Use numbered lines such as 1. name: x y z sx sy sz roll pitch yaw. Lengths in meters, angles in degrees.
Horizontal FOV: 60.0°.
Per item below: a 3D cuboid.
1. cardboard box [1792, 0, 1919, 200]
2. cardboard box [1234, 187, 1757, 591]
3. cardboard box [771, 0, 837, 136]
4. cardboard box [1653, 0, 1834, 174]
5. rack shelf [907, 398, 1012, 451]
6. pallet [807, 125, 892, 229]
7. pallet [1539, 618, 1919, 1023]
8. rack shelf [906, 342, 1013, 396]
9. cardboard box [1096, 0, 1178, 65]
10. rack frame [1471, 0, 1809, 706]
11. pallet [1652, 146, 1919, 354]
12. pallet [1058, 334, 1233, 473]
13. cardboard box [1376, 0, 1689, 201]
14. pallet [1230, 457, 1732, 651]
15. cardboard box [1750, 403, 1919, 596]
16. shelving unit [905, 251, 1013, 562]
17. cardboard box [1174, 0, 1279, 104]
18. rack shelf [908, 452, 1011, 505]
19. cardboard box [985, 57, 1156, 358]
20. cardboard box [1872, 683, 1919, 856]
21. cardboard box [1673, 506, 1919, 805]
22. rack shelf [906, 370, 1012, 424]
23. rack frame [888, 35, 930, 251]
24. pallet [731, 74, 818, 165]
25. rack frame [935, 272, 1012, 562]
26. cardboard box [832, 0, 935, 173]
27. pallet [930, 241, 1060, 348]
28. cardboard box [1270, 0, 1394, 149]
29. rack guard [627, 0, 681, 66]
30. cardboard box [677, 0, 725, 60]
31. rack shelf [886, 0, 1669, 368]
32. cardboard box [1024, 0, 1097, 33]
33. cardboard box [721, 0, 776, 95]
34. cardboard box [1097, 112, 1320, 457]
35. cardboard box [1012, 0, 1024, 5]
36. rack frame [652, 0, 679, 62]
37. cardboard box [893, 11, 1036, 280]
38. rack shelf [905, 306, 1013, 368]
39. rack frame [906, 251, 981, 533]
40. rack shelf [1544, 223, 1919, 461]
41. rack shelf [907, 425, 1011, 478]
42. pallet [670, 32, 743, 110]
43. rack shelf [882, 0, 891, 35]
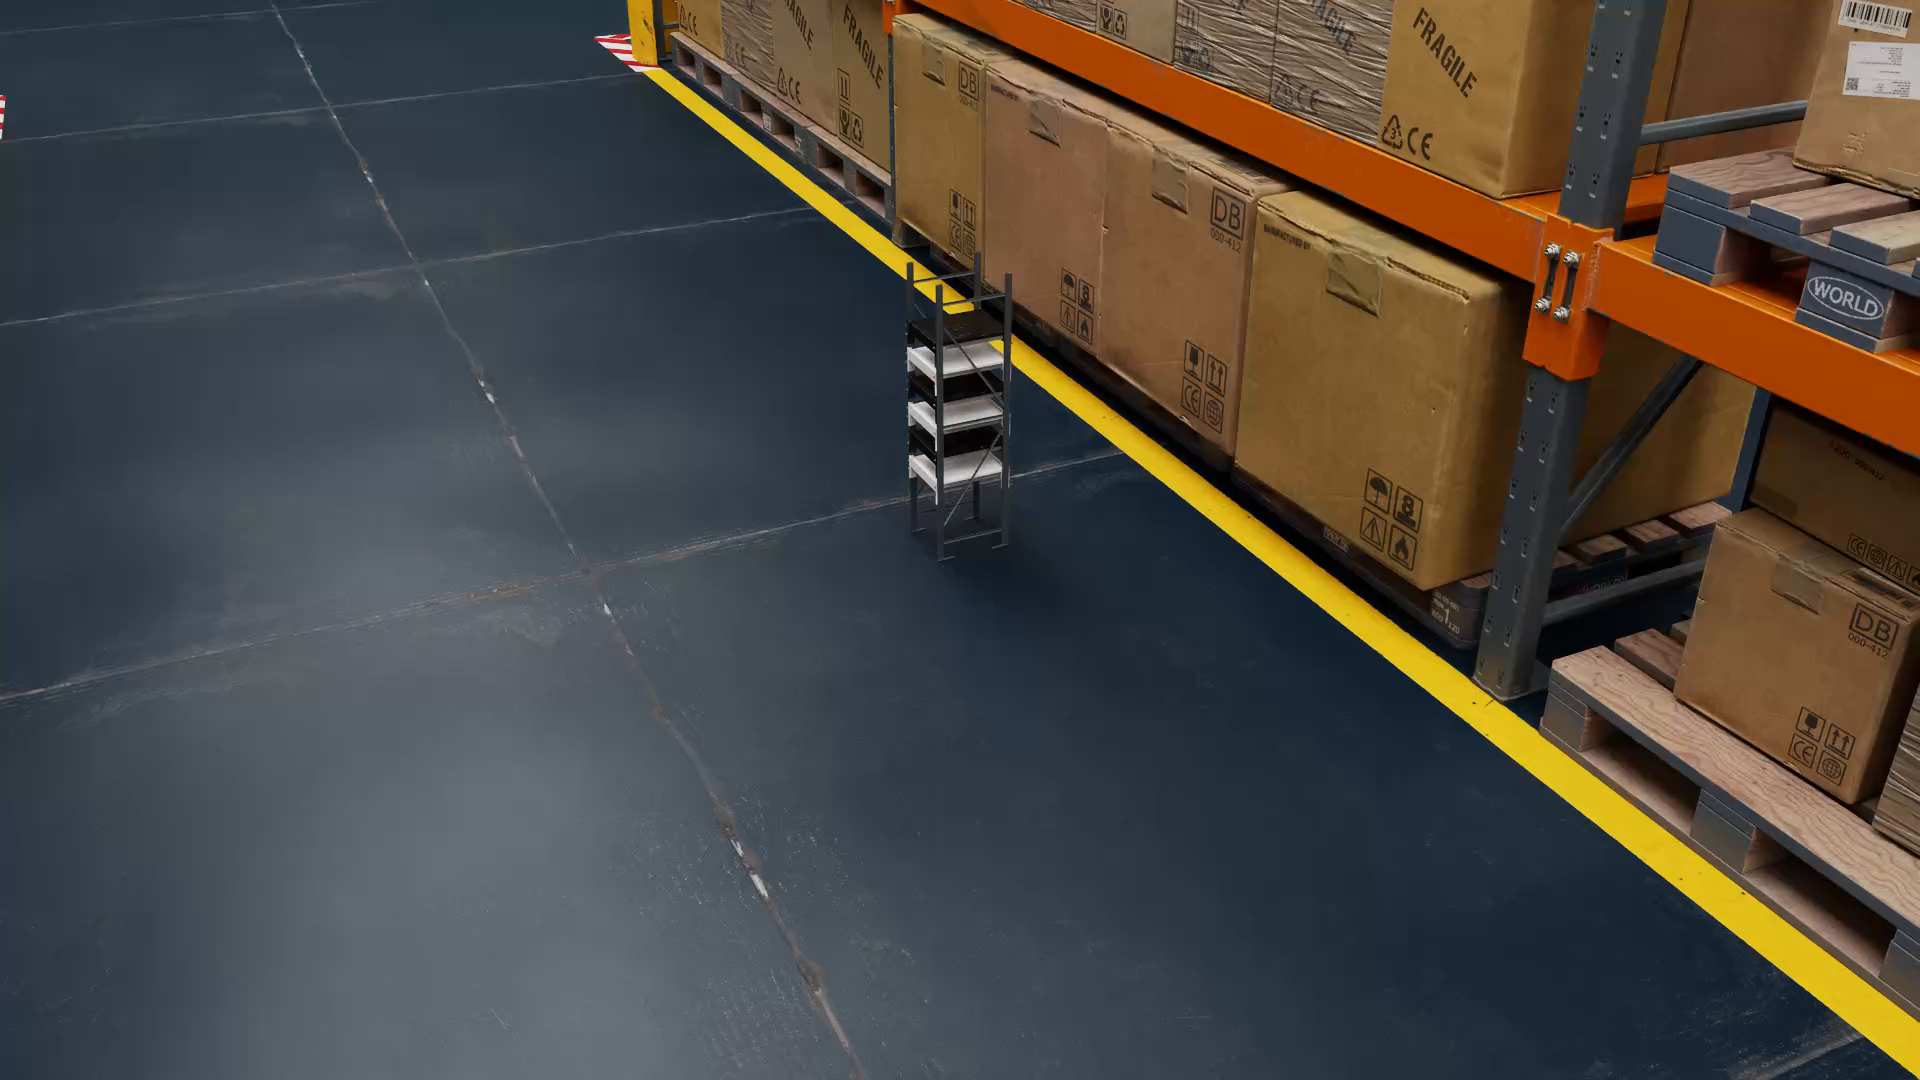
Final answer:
1. cardboard box: 2.146 -0.994 3.424 0.500 0.500 0.500 -17 34 -28
2. cardboard box: 1.601 -0.563 4.930 1.225 0.875 0.875 -15 32 -24
3. cardboard box: -0.436 -2.726 8.788 0.875 0.875 0.875 -13 32 -22
4. cardboard box: 1.915 -1.312 4.422 0.500 0.500 0.500 -12 31 -21
5. rack shelf: -0.003 -0.367 5.053 0.258 0.077 0.200 -13 32 -22
6. pallet: -0.095 -1.900 8.423 1.003 0.211 1.213 -13 32 -22
7. pallet: 2.212 0.565 4.027 1.003 0.211 1.213 -13 32 -22
8. rack shelf: -0.003 -0.524 4.965 0.258 0.077 0.200 -13 32 -22
9. cardboard box: 0.790 -1.882 5.437 0.500 0.500 0.500 -12 32 -21
10. rack frame: 1.878 -0.997 3.961 1.000 3.000 0.127 -13 32 -22
11. pallet: 2.280 -0.621 3.487 1.213 0.211 1.003 -13 32 -22
12. pallet: 1.088 -0.683 6.252 1.003 0.211 1.213 -13 32 -22
13. cardboard box: 1.443 -1.207 4.233 0.500 0.500 0.500 -12 31 -20
14. pallet: 1.608 -0.145 5.292 1.003 0.211 1.213 -13 32 -22
15. cardboard box: 2.193 -0.136 3.765 0.500 0.250 0.500 -12 31 -20
16. shelving unit: -0.003 -0.396 5.036 0.258 0.900 0.210 -13 32 -22
17. cardboard box: 1.008 -1.657 5.036 0.500 0.500 0.500 -14 32 -24
18. rack shelf: -0.003 -0.210 5.141 0.258 0.077 0.200 -13 32 -22
19. cardboard box: 0.838 -1.347 6.329 1.225 0.875 0.875 -14 32 -24
20. cardboard box: 2.434 0.435 3.512 0.700 0.500 0.500 -16 33 -26
21. cardboard box: 2.184 0.193 3.945 0.700 0.500 0.500 -15 33 -25
22. rack shelf: -0.003 -0.446 5.009 0.258 0.077 0.200 -13 32 -22
23. rack frame: 0.161 -2.764 7.112 1.000 3.000 0.127 -13 32 -22
24. pallet: -0.622 -2.440 9.385 1.003 0.211 1.213 -13 32 -22
25. rack frame: 0.040 -0.351 4.956 0.240 0.900 0.006 -13 32 -22
26. cardboard box: -0.050 -2.329 8.079 0.875 0.875 0.875 -13 32 -22
27. pallet: 0.560 -1.223 7.215 1.003 0.211 1.213 -13 32 -22
28. cardboard box: 1.234 -1.428 4.628 0.500 0.500 0.500 -13 32 -22
29. rack guard: -1.566 -3.451 10.894 1.175 0.500 0.348 -13 32 -22
30. cardboard box: -1.209 -3.521 10.206 0.875 0.875 0.875 -13 32 -22
31. rack shelf: 1.020 -1.567 5.713 1.077 0.370 4.000 -13 32 -22
32. cardboard box: 0.564 -2.109 5.842 0.500 0.500 0.500 -14 32 -23
33. cardboard box: -0.818 -3.119 9.489 0.875 0.875 0.875 -13 32 -22
34. cardboard box: 1.225 -0.958 5.635 1.225 0.875 0.875 -13 32 -22
35. cardboard box: 0.349 -2.330 6.236 0.500 0.500 0.500 -13 32 -22
36. rack frame: -1.556 -4.531 10.263 1.000 3.000 0.127 -13 32 -22
37. cardboard box: 0.454 -1.742 7.033 1.225 0.875 0.875 -13 32 -22
38. rack shelf: -0.003 -0.603 4.921 0.258 0.077 0.200 -13 32 -22
39. rack frame: -0.047 -0.441 5.116 0.240 0.900 0.006 -13 32 -22
40. rack shelf: 2.737 0.200 2.562 1.077 0.370 4.000 -13 32 -22
41. rack shelf: -0.003 -0.289 5.097 0.258 0.077 0.200 -13 32 -22
42. pallet: -1.142 -2.978 10.345 1.003 0.211 1.213 -13 32 -22
43. rack shelf: -0.697 -3.334 8.864 1.077 0.370 4.000 -13 32 -22
